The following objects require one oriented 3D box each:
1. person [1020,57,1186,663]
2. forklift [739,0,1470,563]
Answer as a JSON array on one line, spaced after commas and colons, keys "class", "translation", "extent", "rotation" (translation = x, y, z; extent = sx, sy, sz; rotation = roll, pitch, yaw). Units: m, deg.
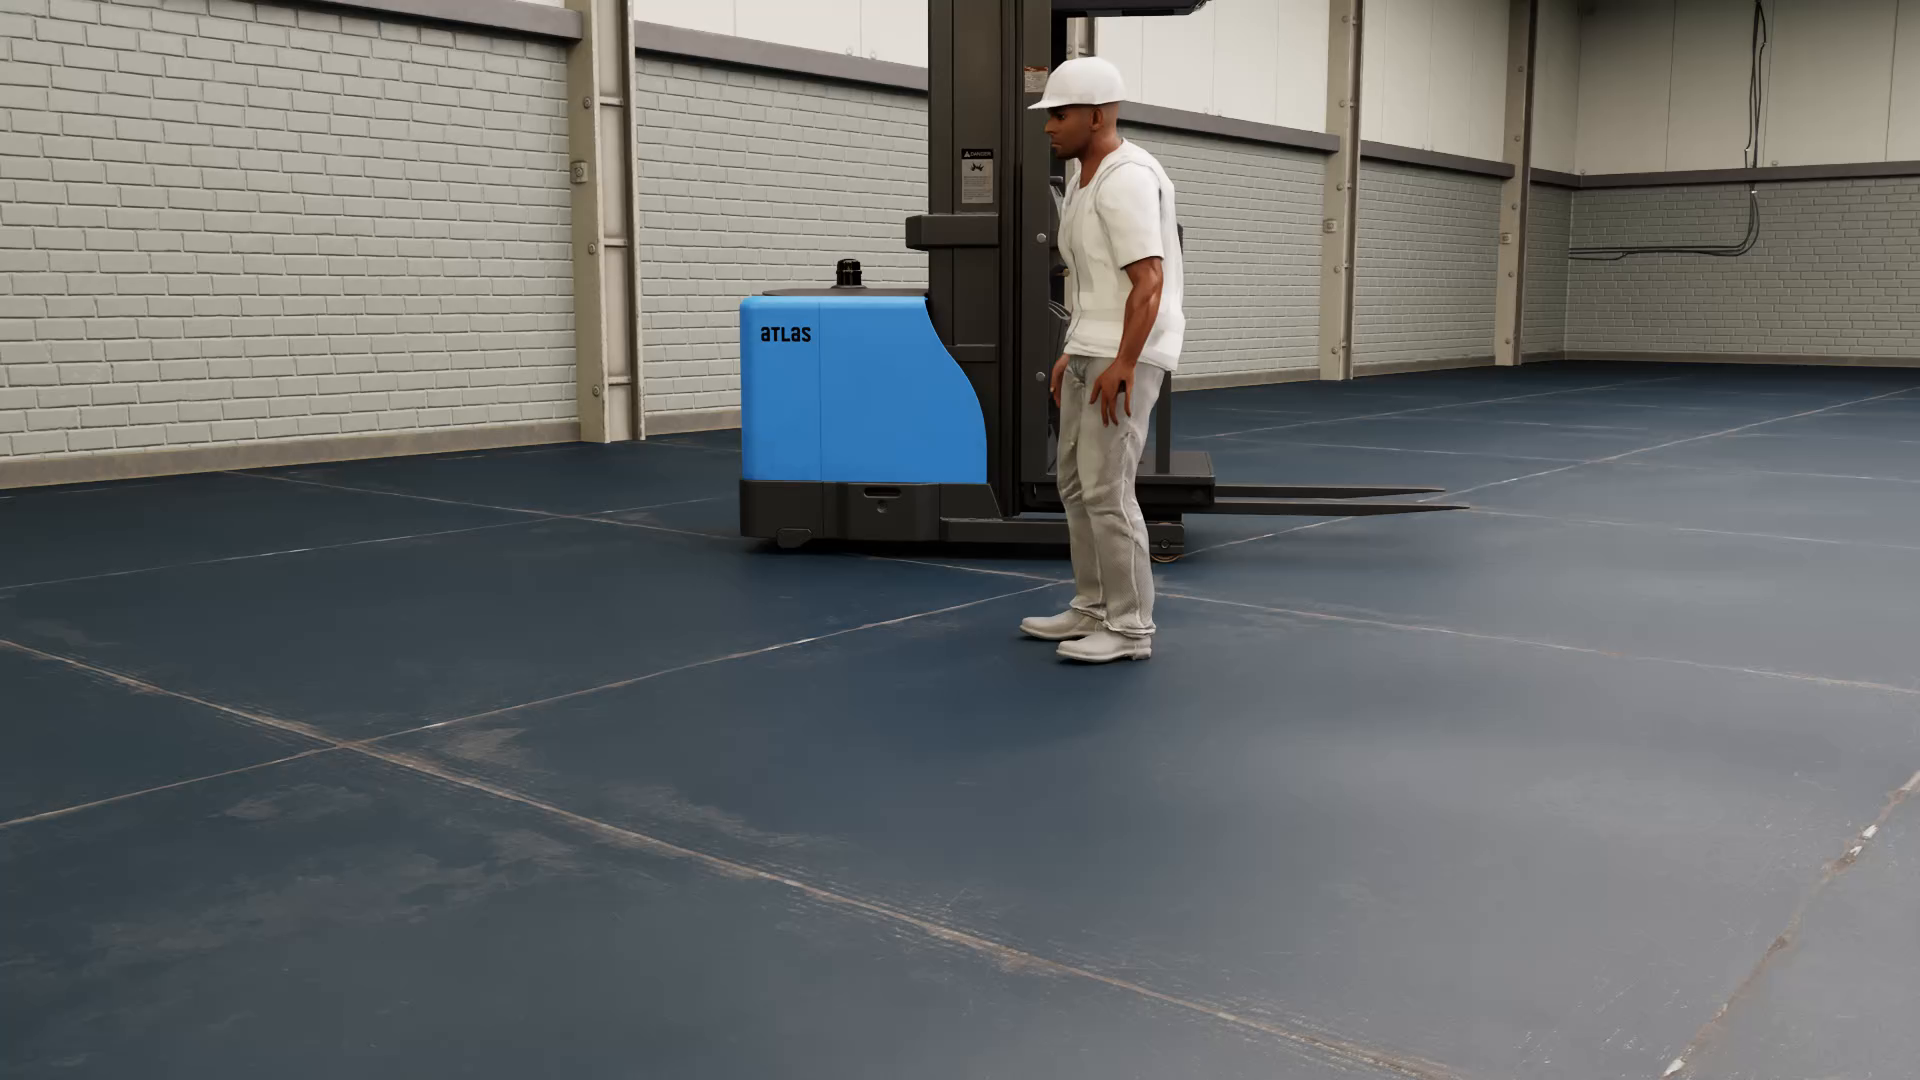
[{"class": "person", "translation": [0.419, -0.531, 4.965], "extent": [0.458, 1.761, 0.626], "rotation": [-2, 8, -11]}, {"class": "forklift", "translation": [0.620, -1.439, 7.118], "extent": [3.031, 2.935, 1.130], "rotation": [1, 8, 7]}]
